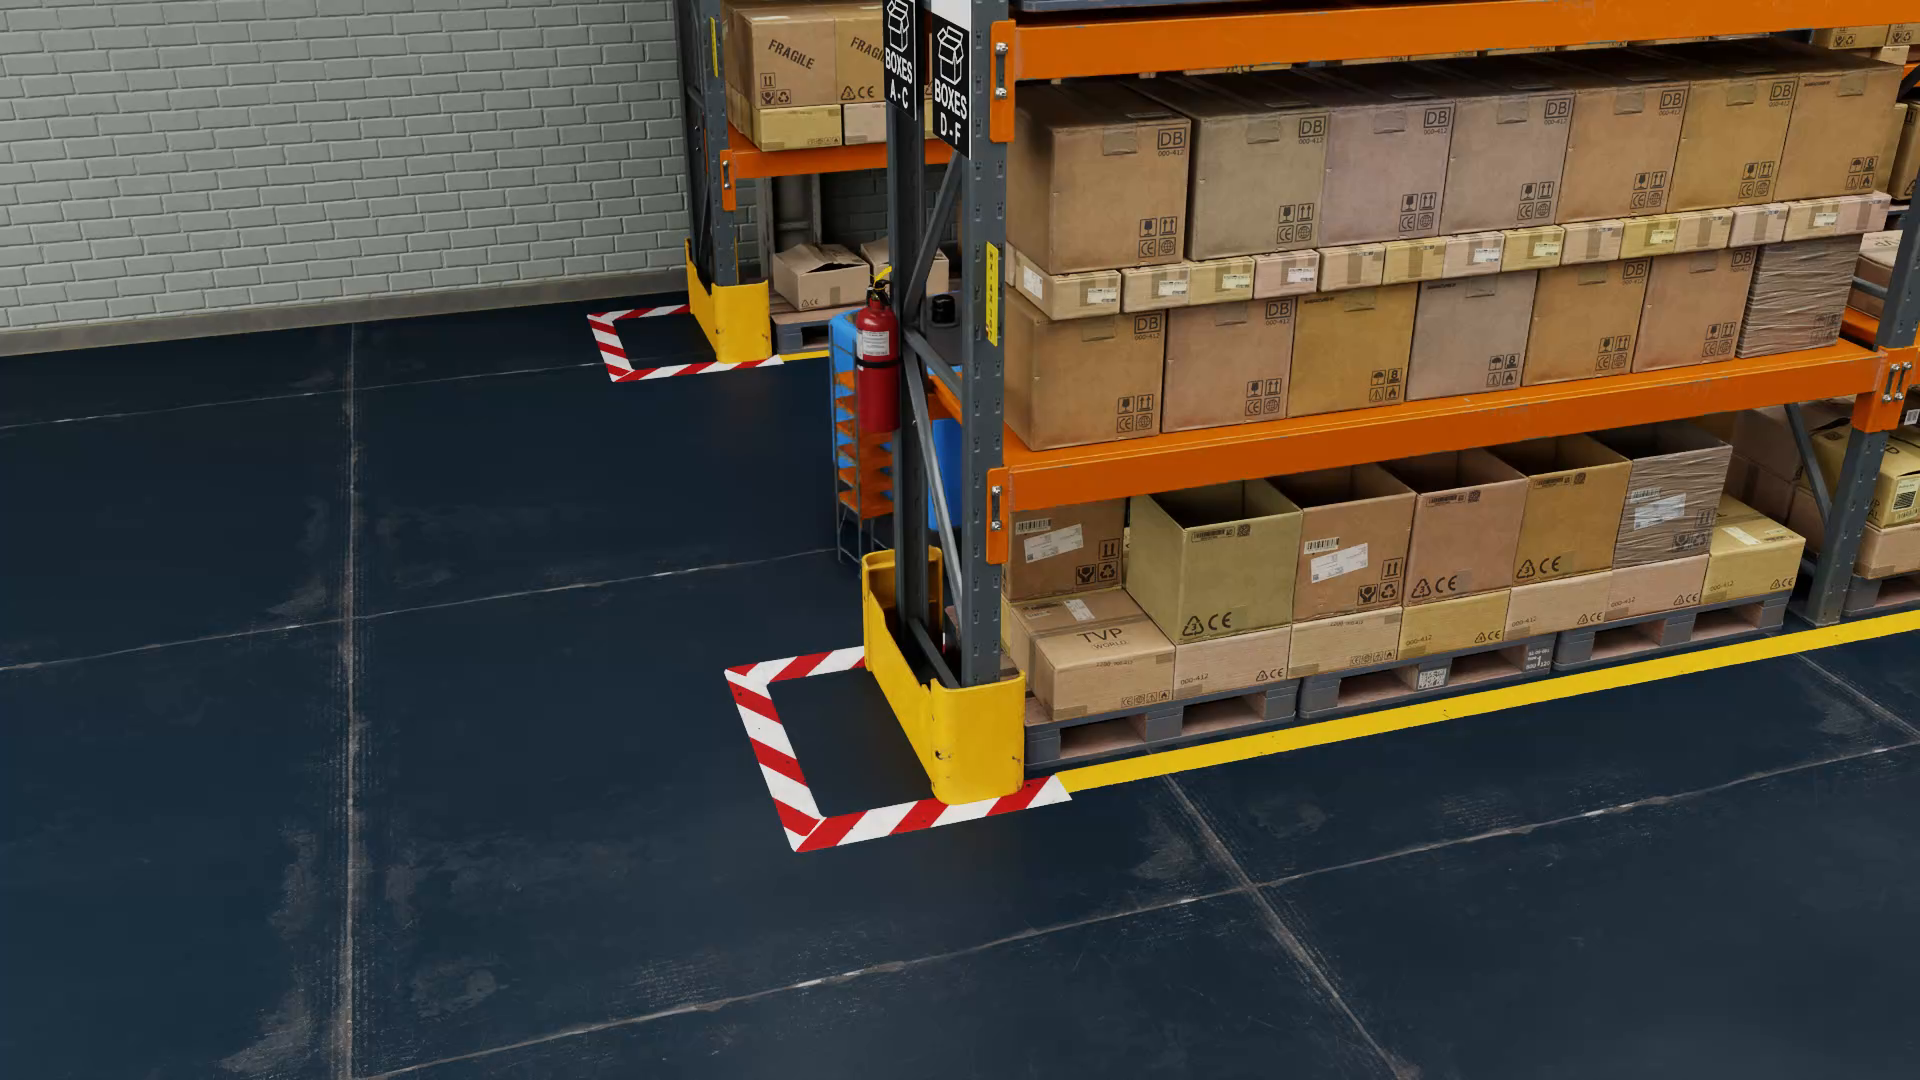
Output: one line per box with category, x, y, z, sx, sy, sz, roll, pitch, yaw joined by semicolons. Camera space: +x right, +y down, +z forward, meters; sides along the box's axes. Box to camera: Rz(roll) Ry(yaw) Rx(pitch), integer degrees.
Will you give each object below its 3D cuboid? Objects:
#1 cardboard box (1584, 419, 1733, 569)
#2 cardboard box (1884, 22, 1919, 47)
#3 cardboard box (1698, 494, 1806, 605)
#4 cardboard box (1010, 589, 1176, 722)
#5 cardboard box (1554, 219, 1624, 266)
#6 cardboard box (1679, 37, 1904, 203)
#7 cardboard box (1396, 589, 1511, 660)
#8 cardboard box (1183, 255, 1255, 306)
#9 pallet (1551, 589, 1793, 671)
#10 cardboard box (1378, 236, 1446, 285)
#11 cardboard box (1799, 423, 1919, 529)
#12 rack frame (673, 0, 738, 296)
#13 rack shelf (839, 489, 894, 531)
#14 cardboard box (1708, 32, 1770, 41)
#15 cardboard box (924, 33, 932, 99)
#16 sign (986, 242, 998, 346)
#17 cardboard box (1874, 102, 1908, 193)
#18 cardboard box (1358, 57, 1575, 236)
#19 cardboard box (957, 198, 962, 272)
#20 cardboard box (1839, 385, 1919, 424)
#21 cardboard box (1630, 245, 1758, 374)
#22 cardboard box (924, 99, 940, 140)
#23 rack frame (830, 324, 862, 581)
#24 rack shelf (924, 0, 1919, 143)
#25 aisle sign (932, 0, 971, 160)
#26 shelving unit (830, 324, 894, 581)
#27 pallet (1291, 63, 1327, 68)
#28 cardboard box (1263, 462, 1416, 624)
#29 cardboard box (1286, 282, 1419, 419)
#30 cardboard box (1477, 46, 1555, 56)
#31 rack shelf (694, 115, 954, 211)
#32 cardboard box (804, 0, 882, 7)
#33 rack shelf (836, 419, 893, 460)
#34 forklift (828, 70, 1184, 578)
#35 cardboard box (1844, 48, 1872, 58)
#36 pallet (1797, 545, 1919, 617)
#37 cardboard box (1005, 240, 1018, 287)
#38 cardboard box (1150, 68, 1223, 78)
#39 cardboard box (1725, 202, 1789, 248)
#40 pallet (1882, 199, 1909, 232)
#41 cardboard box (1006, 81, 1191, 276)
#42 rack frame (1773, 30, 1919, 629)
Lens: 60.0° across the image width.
cardboard box;2.889;-0.237;7.131;0.500;0.500;0.500;-8;28;-16
cardboard box;7.049;-4.024;12.512;0.500;0.500;0.500;-7;27;-14
cardboard box;3.368;0.035;7.427;0.500;0.250;0.500;-8;28;-16
cardboard box;0.517;0.450;6.591;0.500;0.250;0.500;-8;28;-16
cardboard box;2.342;-1.198;6.448;0.250;0.149;0.380;-7;27;-15
cardboard box;3.322;-1.727;6.784;0.500;0.500;0.700;-8;28;-16
cardboard box;1.944;0.244;7.006;0.500;0.250;0.500;-8;28;-16
cardboard box;0.866;-0.984;6.016;0.250;0.149;0.380;-8;28;-16
pallet;2.972;0.176;7.658;1.213;0.211;1.003;-8;28;-16
cardboard box;1.602;-1.091;6.232;0.250;0.149;0.380;-9;28;-17
cardboard box;4.212;-0.324;7.519;0.500;0.311;0.500;-8;28;-16
rack frame;-1.599;-2.708;10.332;0.127;3.000;1.000;-8;28;-16
rack shelf;-0.446;-0.157;7.857;0.180;0.103;0.258;-15;30;-28
cardboard box;5.564;-3.983;12.292;0.500;0.500;0.700;-12;29;-22
cardboard box;-0.086;-3.057;10.337;0.500;0.500;0.500;-9;28;-18
sign;0.104;-0.802;5.429;0.005;0.325;0.100;-8;28;-16
cardboard box;6.747;-3.081;13.028;0.750;0.750;0.750;-9;28;-17
cardboard box;1.890;-1.520;6.367;0.500;0.500;0.700;-8;28;-16
cardboard box;0.341;-2.001;11.224;0.500;0.500;0.700;-10;28;-19
cardboard box;4.531;-0.624;8.123;0.500;0.311;0.500;-7;27;-15
cardboard box;2.822;-1.071;6.921;0.500;0.500;0.700;-9;28;-17
cardboard box;-0.062;-2.728;10.518;0.500;0.250;0.500;-9;28;-17
rack frame;-0.524;-0.391;7.687;0.006;1.200;0.240;-15;30;-28
rack shelf;1.840;-1.911;6.162;4.000;0.370;1.077;-8;28;-16
aisle sign;-0.029;-1.640;5.257;0.004;0.787;0.394;-8;28;-16
shelving unit;-0.446;-0.412;7.730;0.189;1.200;0.258;-15;30;-28
pallet;2.976;-3.217;11.572;1.213;0.211;1.003;-8;28;-16
cardboard box;1.463;-0.030;6.714;0.500;0.500;0.500;-8;28;-16
cardboard box;1.358;-0.858;6.493;0.500;0.500;0.700;-8;28;-16
cardboard box;3.848;-3.734;11.791;0.500;0.500;0.700;-5;27;-9
rack shelf;0.302;-2.661;11.046;4.000;0.370;1.077;-8;28;-16
cardboard box;-0.735;-3.206;10.637;0.500;0.500;0.500;-8;27;-15
rack shelf;-0.446;-0.479;7.696;0.180;0.103;0.258;-15;30;-28
forklift;0.875;-1.603;8.182;3.031;2.935;1.130;-15;30;-28
cardboard box;6.634;-3.685;12.559;0.250;0.149;0.380;-8;27;-15
pallet;4.430;-0.034;8.081;1.213;0.211;1.003;-8;28;-16
cardboard box;0.242;-1.083;6.216;0.250;0.149;0.380;-9;28;-17
cardboard box;1.377;-3.270;10.766;0.500;0.500;0.500;-8;28;-16
cardboard box;3.065;-1.302;6.657;0.250;0.149;0.380;-9;28;-18
pallet;6.780;-2.637;13.325;1.213;0.211;1.003;-8;28;-16
cardboard box;0.436;-1.306;5.936;0.500;0.500;0.700;-8;28;-16
rack frame;3.742;-1.165;7.223;0.127;3.000;1.000;-8;28;-16
